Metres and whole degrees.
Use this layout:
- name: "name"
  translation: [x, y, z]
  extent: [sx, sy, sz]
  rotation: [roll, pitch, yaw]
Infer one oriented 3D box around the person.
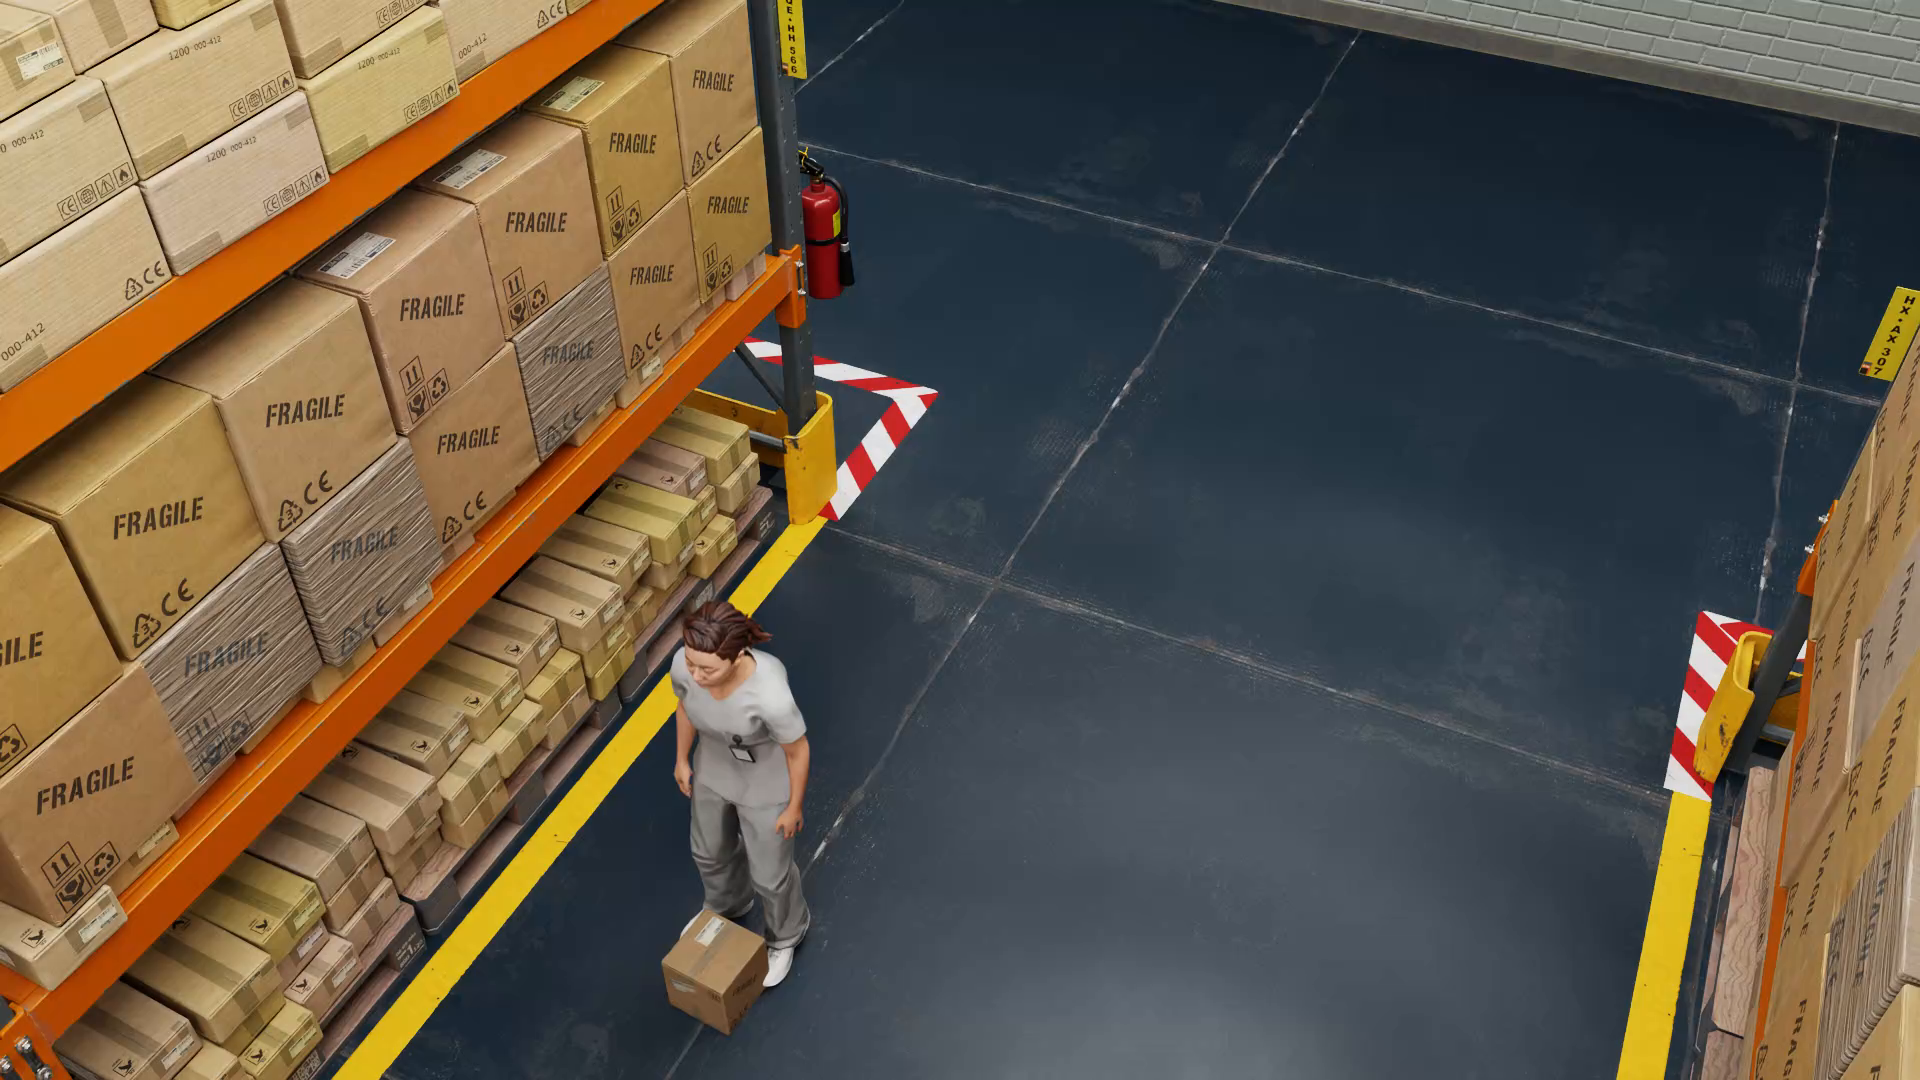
- name: "person"
  translation: [-0.699, 0.780, 5.299]
  extent: [0.493, 1.672, 0.359]
  rotation: [20, 46, 21]
